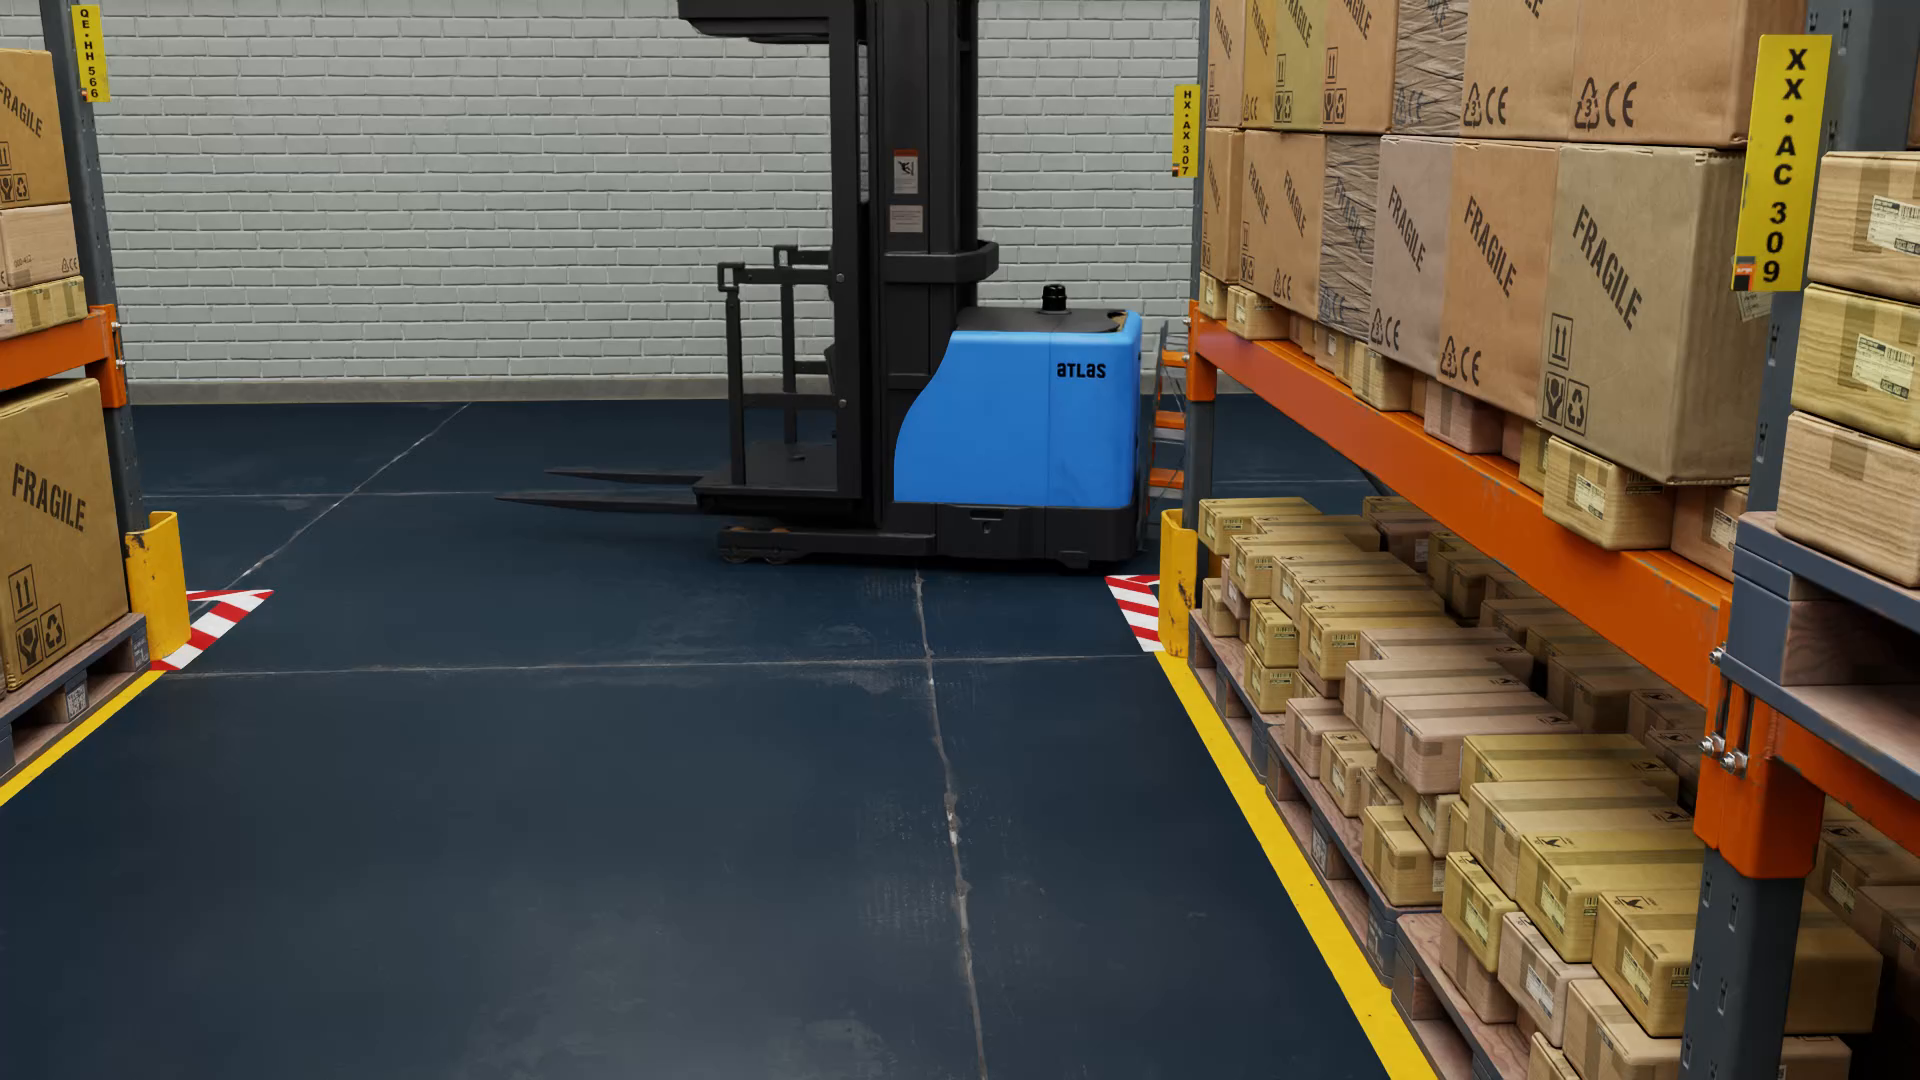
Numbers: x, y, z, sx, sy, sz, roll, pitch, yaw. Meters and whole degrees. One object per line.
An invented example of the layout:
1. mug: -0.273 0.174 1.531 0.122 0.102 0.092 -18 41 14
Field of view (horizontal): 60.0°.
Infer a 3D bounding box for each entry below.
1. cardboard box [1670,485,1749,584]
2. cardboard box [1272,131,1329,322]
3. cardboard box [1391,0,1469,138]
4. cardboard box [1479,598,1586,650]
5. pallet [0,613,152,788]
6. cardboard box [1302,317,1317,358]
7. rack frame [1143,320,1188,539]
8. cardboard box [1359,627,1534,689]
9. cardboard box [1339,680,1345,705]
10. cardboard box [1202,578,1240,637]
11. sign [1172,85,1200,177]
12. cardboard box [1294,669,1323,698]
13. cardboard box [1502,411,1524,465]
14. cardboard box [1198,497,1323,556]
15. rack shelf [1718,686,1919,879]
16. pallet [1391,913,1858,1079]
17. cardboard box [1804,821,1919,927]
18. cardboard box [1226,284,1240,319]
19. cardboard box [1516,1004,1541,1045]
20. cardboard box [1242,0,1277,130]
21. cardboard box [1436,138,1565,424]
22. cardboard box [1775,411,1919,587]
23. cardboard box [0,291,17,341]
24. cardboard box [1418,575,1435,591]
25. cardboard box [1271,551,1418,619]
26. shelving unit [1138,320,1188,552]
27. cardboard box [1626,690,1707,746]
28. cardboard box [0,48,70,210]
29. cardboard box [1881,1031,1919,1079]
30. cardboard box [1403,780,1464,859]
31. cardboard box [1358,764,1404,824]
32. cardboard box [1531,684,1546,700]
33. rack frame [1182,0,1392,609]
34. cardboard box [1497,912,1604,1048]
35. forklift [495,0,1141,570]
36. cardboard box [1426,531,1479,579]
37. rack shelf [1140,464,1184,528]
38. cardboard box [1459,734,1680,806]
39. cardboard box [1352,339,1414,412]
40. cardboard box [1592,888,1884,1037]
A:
1. cardboard box: 1.362 -0.025 2.608 0.380 0.149 0.250 -1 14 -4
2. cardboard box: 1.194 -0.896 4.690 0.500 0.500 0.500 -1 14 -3
3. cardboard box: 1.260 -1.125 3.573 0.500 0.500 0.500 -1 14 -2
4. cardboard box: 1.683 0.267 4.652 0.380 0.149 0.250 -1 14 -5
5. pallet: -3.463 0.526 5.560 1.003 0.211 1.213 -1 14 -3
6. cardboard box: 1.224 -0.606 4.866 0.380 0.149 0.250 -1 14 -4
7. rack frame: 1.015 -0.506 7.856 0.200 1.050 0.008 7 15 10
8. cardboard box: 1.272 0.339 4.374 0.380 0.149 0.250 -1 14 -3
9. cardboard box: 1.283 0.419 4.660 0.380 0.149 0.250 0 14 -1
10. cardboard box: 1.079 0.239 5.958 0.380 0.149 0.250 -1 14 -2
11. sign: 0.824 -1.485 6.040 0.100 0.325 0.005 -1 14 -3
12. cardboard box: 1.216 0.491 4.976 0.380 0.149 0.250 -1 14 -3
13. cardboard box: 1.333 -0.220 3.365 0.380 0.149 0.250 -1 14 -5
14. cardboard box: 1.059 -0.049 5.883 0.380 0.149 0.250 -2 15 -6
15. rack shelf: 1.738 0.767 0.471 1.077 0.370 4.000 -1 14 -3
16. pallet: 1.537 1.105 3.309 1.003 0.211 1.213 -1 14 -3
17. cardboard box: 1.841 0.652 3.158 0.380 0.149 0.250 0 14 -1
18. cardboard box: 1.116 -0.804 5.636 0.380 0.149 0.250 0 14 -1
19. cardboard box: 1.317 0.940 3.232 0.380 0.149 0.250 0 14 -2
20. cardboard box: 1.166 -1.510 5.069 0.500 0.500 0.500 0 14 -2
21. cardboard box: 1.271 -0.517 3.217 0.500 0.500 0.500 -1 14 -5
22. cardboard box: 1.179 -0.056 1.885 0.380 0.149 0.250 -2 15 -6
23. cardboard box: -3.208 -0.690 5.192 0.380 0.149 0.250 -1 14 -3
24. cardboard box: 1.717 0.215 5.451 0.380 0.149 0.250 -1 15 -6
25. cardboard box: 1.182 0.143 5.137 0.380 0.149 0.250 -2 15 -6
26. shelving unit: 0.992 -0.476 7.740 0.215 1.050 0.252 7 15 10
27. cardboard box: 1.803 0.461 3.901 0.380 0.149 0.250 -1 14 -2
28. cardboard box: -3.298 -1.340 5.414 0.500 0.500 0.500 -1 14 -3
29. cardboard box: 1.912 1.003 2.988 0.380 0.149 0.250 -2 15 -6
30. cardboard box: 1.261 0.620 3.878 0.380 0.149 0.250 -1 14 -2
31. cardboard box: 1.236 0.683 4.232 0.380 0.149 0.250 -1 14 -2
32. cardboard box: 1.760 0.408 4.703 0.380 0.149 0.250 0 14 -1
33. rack frame: 1.366 -1.074 6.181 1.000 3.000 0.127 -1 14 -3
34. cardboard box: 1.248 0.814 3.126 0.380 0.149 0.250 -2 15 -6
35. forklift: -0.672 -1.434 7.717 3.031 2.935 1.130 2 15 8
36. cardboard box: 1.753 0.069 5.424 0.380 0.149 0.250 -1 14 -5
37. rack shelf: 0.972 -0.198 7.816 0.215 0.259 0.240 7 15 10
38. cardboard box: 1.316 0.535 3.612 0.380 0.149 0.250 0 14 -2
39. cardboard box: 1.194 -0.413 4.114 0.380 0.149 0.250 -1 14 -2
40. cardboard box: 1.332 0.726 2.871 0.380 0.149 0.250 0 14 -2
